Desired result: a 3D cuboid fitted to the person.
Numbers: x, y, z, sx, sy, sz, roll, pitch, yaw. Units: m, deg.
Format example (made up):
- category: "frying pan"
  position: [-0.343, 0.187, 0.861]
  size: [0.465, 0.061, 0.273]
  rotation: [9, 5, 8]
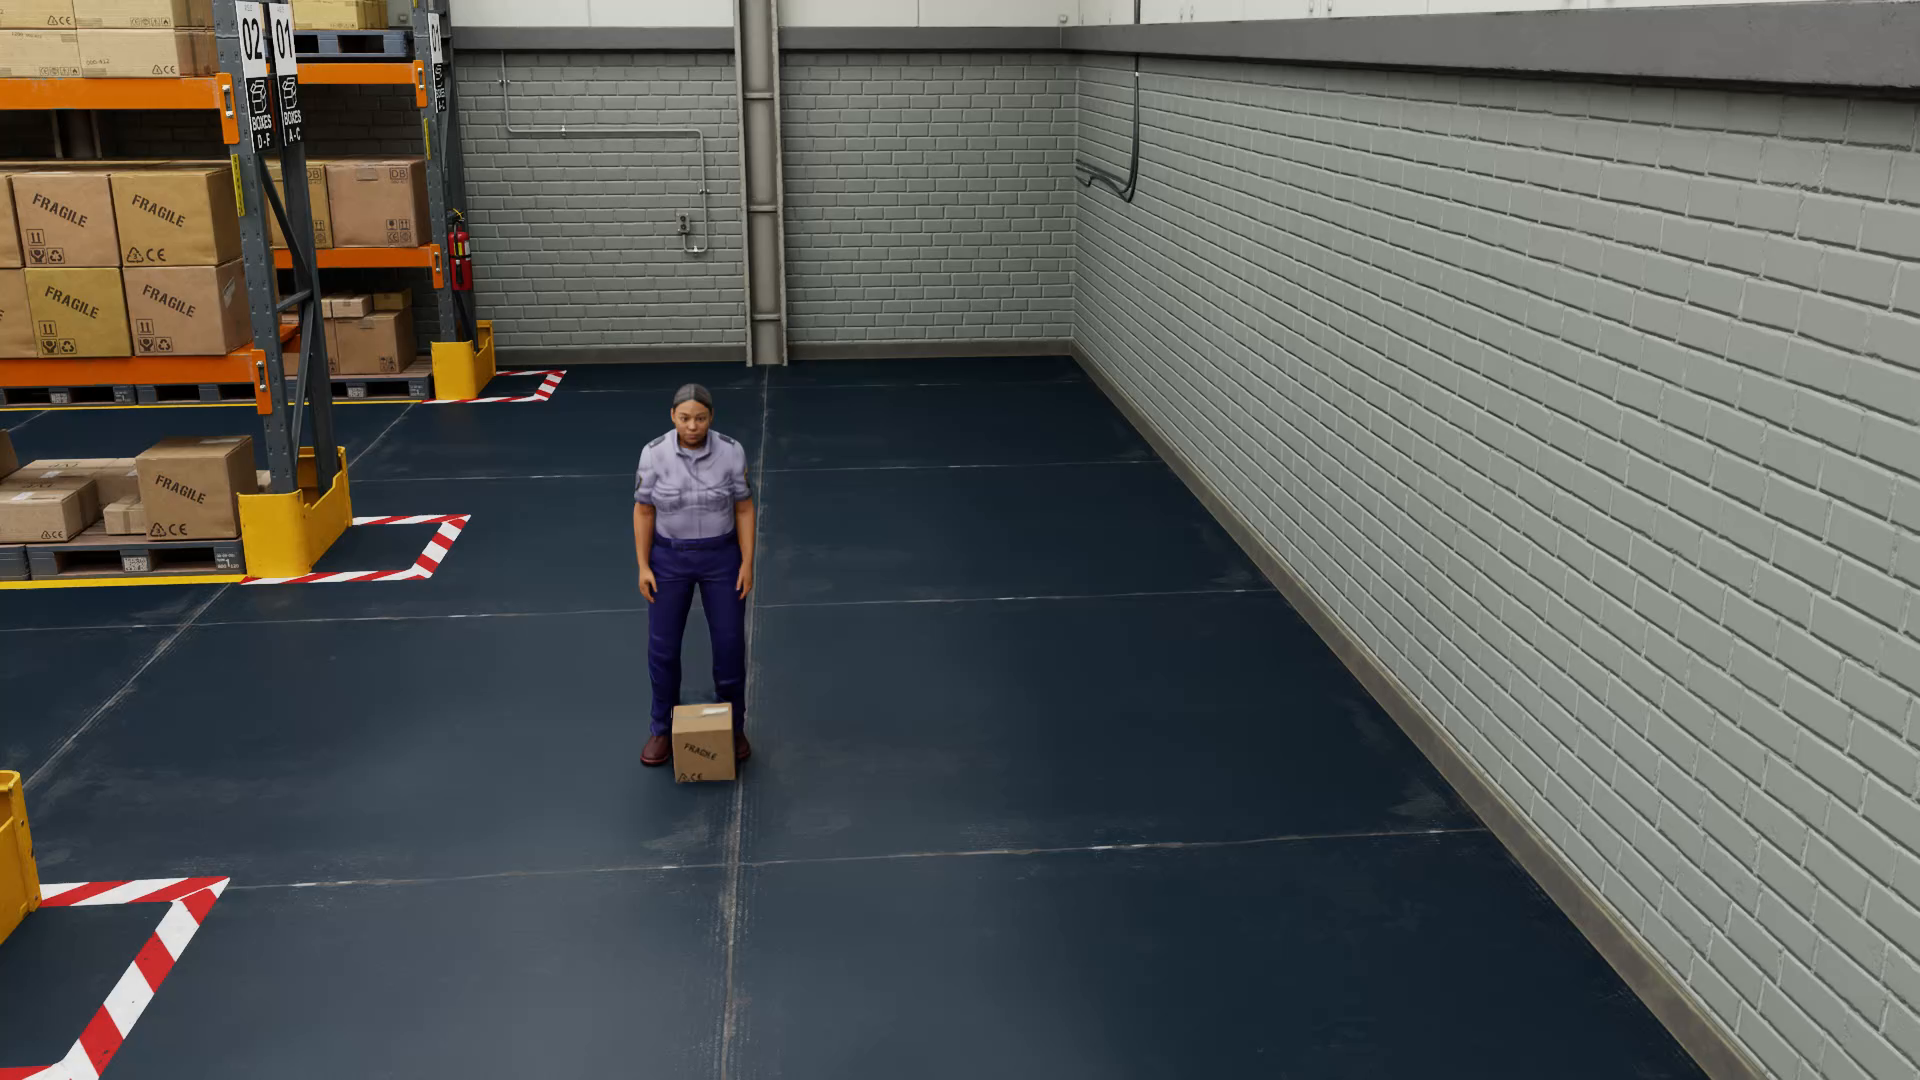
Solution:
- category: "person"
  position: [-1.138, 0.136, 7.132]
  size: [0.537, 1.637, 0.369]
  rotation: [-2, 17, -7]
